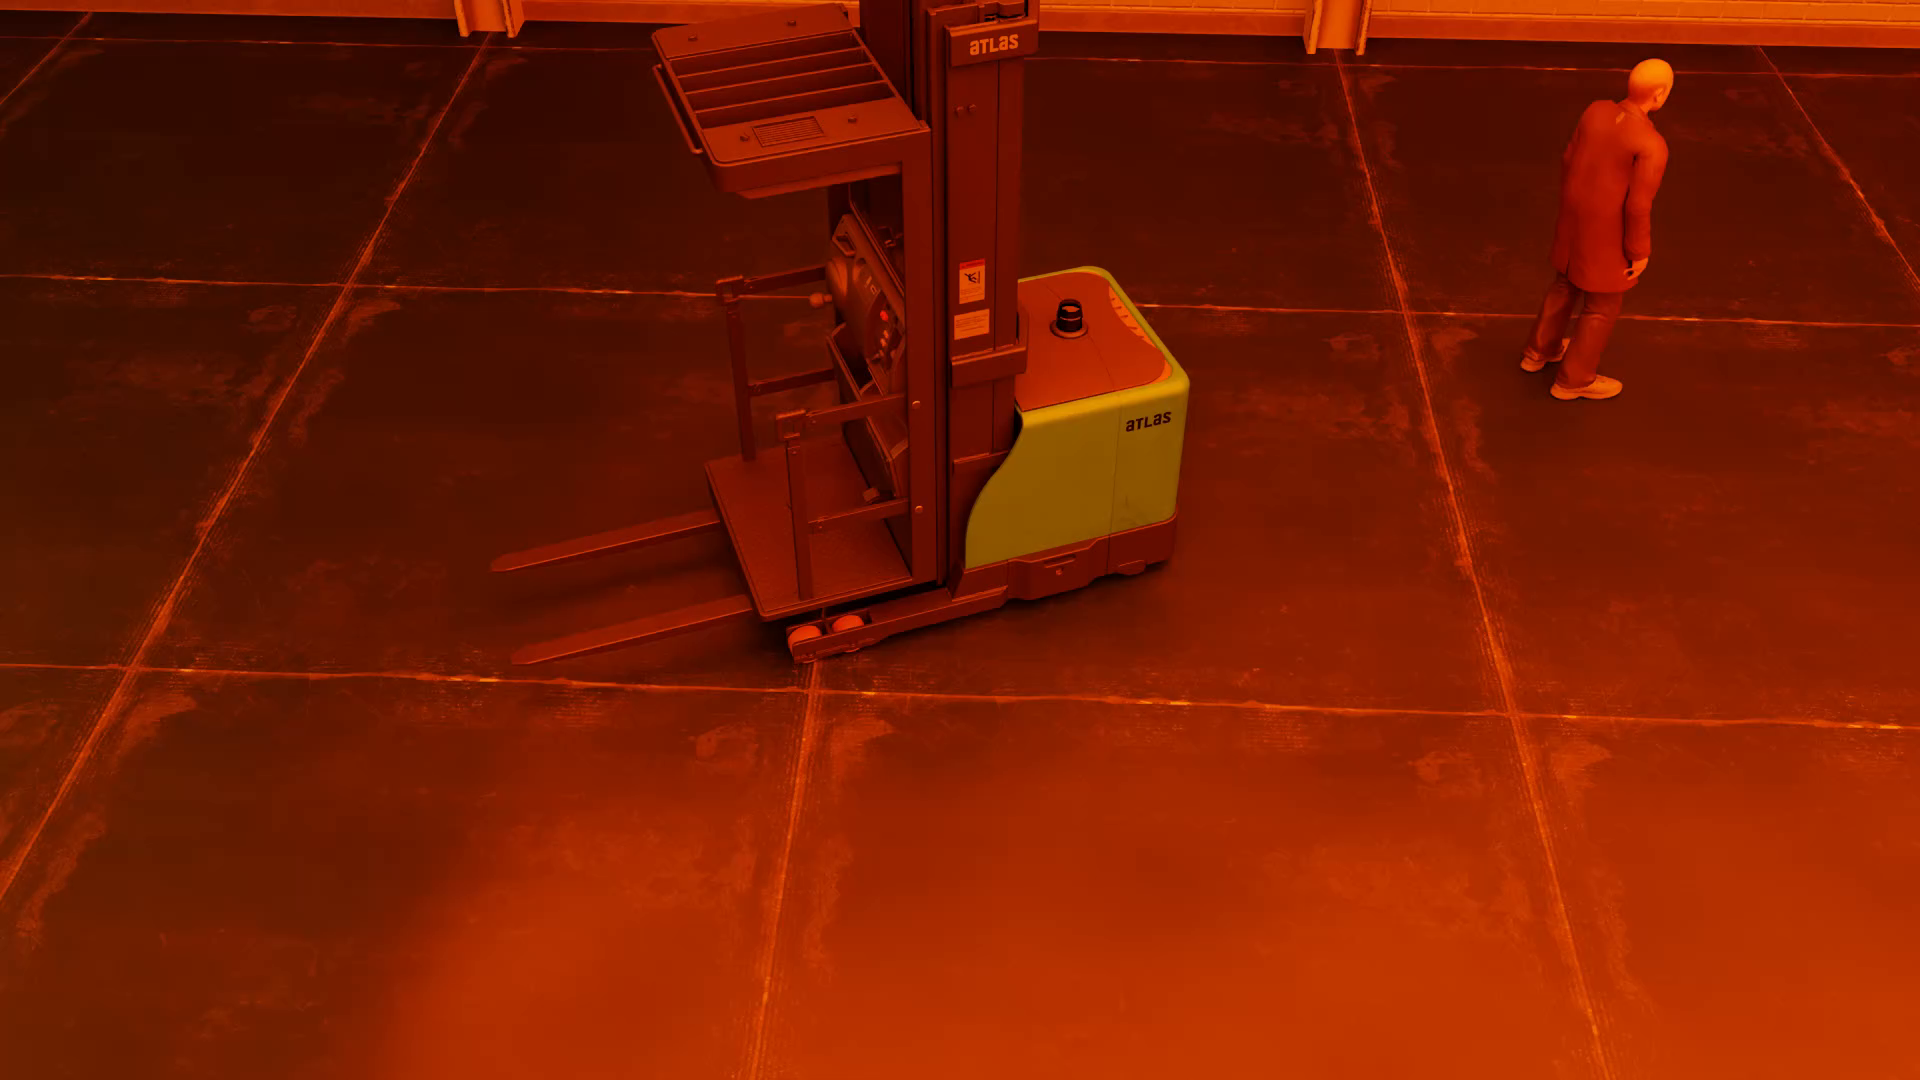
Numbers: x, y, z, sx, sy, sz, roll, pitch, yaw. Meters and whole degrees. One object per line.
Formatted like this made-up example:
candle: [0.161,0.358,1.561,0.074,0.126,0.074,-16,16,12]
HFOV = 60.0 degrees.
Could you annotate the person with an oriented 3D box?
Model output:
person: [3.193,-1.544,8.291,0.420,1.774,0.644,-15,44,-15]

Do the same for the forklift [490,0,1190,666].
forklift: [-0.573,-0.945,6.778,3.031,2.935,1.130,-13,44,-14]
